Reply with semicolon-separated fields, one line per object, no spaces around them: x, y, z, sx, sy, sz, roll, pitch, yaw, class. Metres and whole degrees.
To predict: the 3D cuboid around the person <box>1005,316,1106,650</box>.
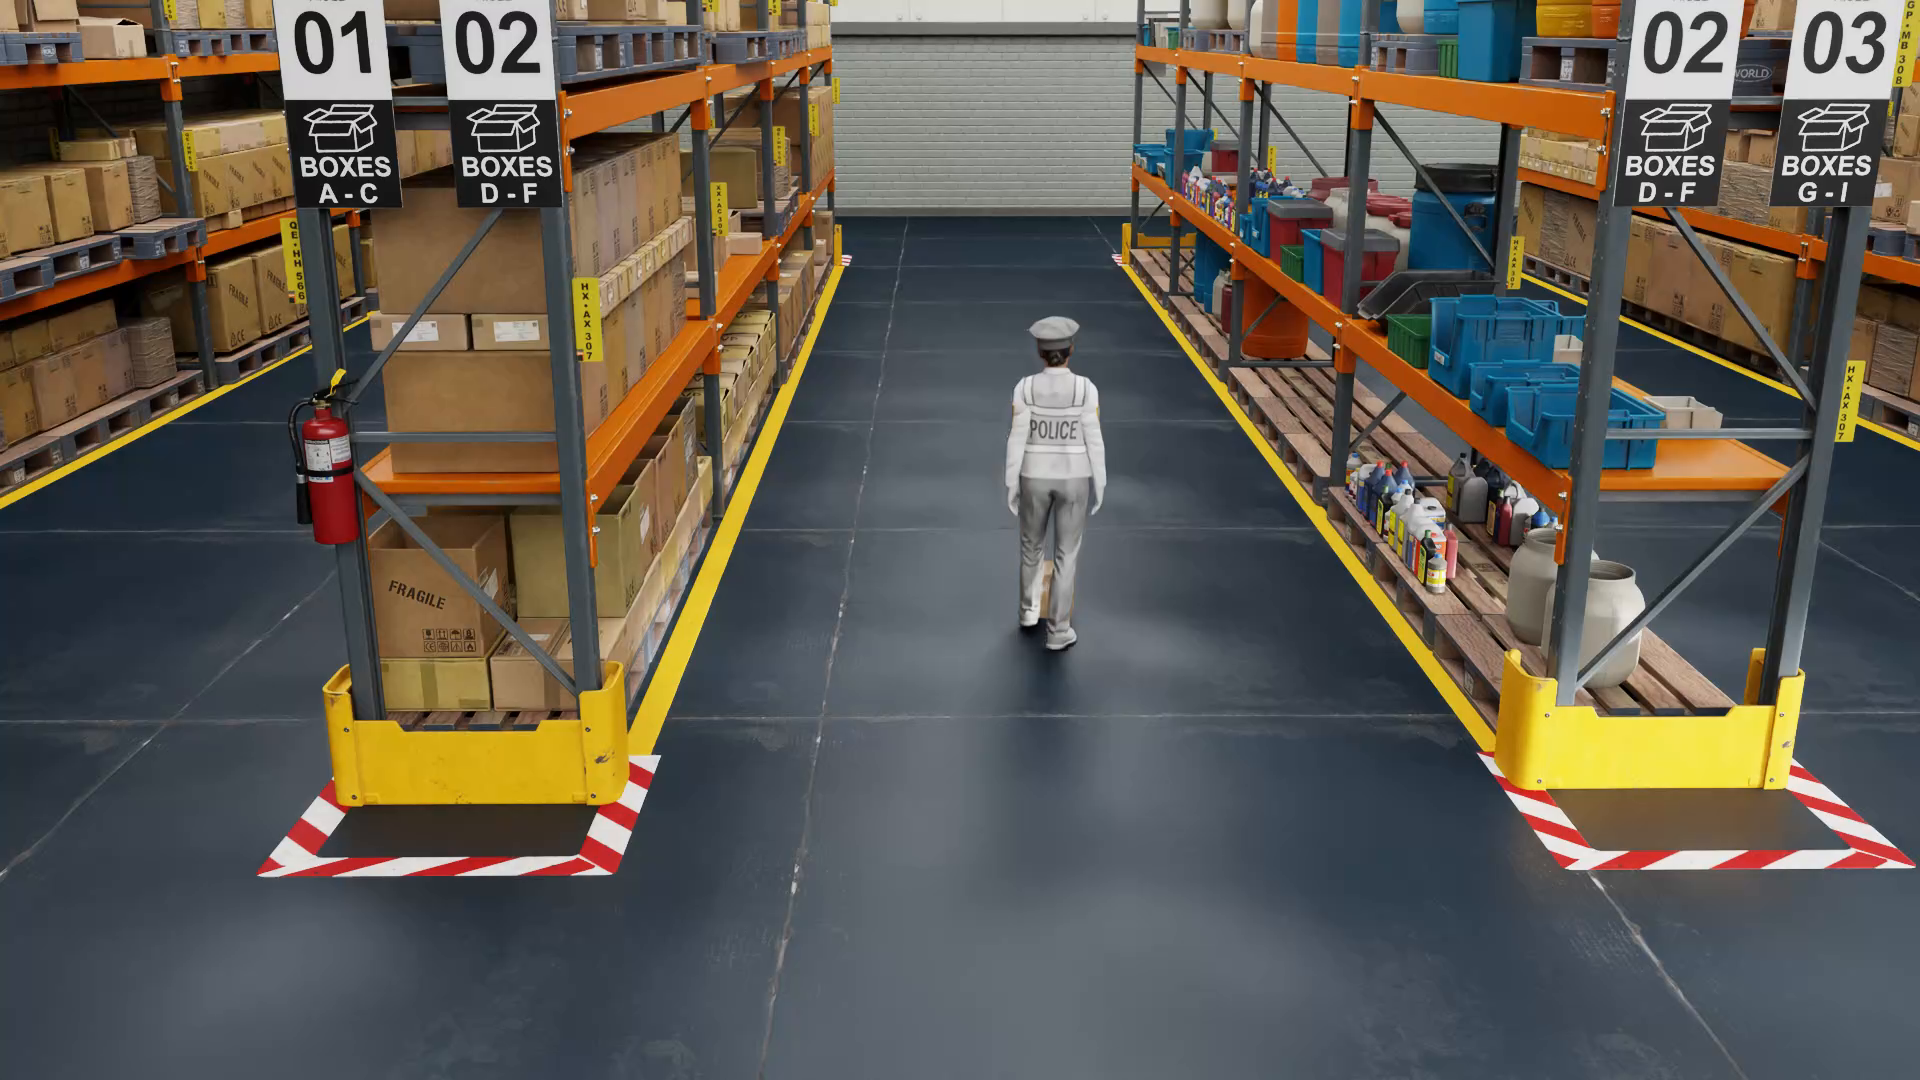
0.506;-0.308;8.484;0.504;1.673;0.590;4;18;11;person
